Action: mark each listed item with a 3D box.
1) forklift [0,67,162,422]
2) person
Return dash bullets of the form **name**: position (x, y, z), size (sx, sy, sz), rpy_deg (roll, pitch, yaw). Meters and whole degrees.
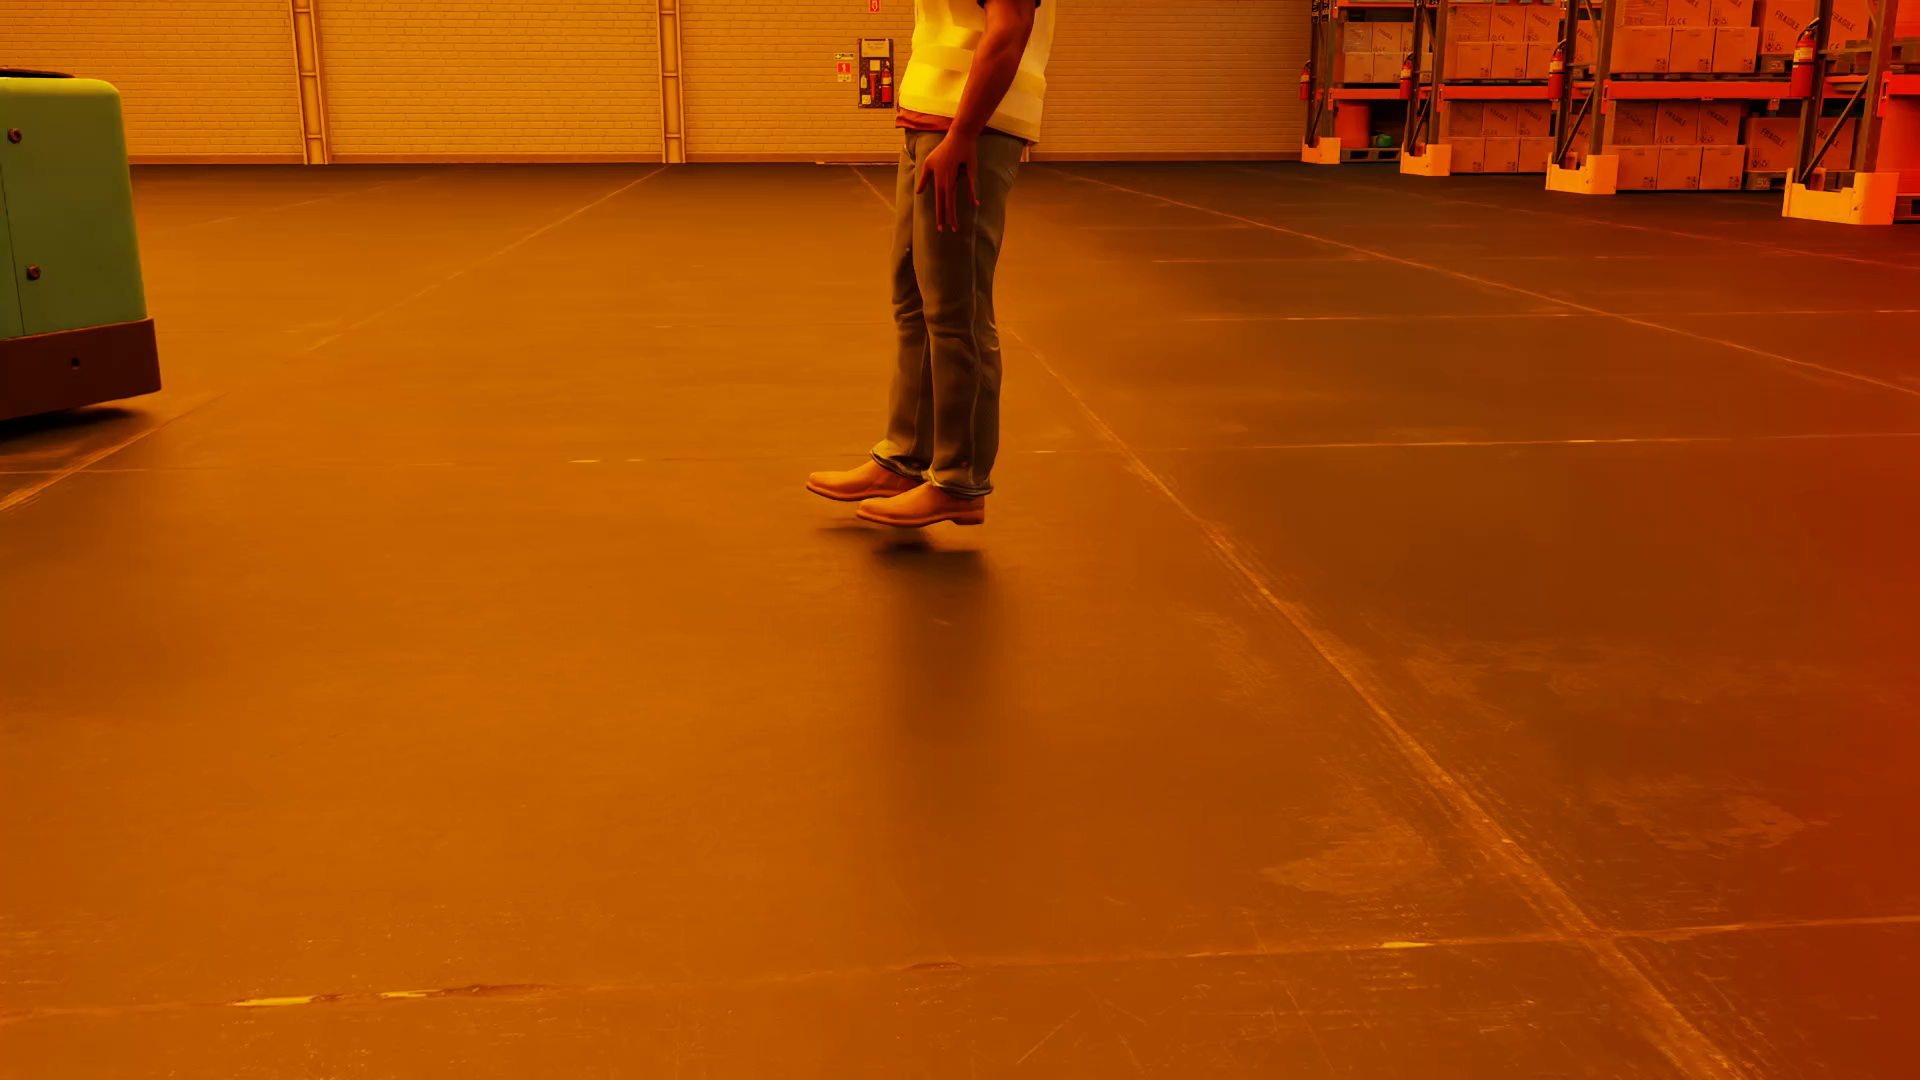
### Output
- **forklift**: position (-4.235, -1.885, 5.342), size (3.031, 2.935, 1.130), rpy_deg (6, 16, 22)
- **person**: position (-0.070, -0.900, 3.699), size (0.576, 1.765, 0.665), rpy_deg (-1, 15, -5)
